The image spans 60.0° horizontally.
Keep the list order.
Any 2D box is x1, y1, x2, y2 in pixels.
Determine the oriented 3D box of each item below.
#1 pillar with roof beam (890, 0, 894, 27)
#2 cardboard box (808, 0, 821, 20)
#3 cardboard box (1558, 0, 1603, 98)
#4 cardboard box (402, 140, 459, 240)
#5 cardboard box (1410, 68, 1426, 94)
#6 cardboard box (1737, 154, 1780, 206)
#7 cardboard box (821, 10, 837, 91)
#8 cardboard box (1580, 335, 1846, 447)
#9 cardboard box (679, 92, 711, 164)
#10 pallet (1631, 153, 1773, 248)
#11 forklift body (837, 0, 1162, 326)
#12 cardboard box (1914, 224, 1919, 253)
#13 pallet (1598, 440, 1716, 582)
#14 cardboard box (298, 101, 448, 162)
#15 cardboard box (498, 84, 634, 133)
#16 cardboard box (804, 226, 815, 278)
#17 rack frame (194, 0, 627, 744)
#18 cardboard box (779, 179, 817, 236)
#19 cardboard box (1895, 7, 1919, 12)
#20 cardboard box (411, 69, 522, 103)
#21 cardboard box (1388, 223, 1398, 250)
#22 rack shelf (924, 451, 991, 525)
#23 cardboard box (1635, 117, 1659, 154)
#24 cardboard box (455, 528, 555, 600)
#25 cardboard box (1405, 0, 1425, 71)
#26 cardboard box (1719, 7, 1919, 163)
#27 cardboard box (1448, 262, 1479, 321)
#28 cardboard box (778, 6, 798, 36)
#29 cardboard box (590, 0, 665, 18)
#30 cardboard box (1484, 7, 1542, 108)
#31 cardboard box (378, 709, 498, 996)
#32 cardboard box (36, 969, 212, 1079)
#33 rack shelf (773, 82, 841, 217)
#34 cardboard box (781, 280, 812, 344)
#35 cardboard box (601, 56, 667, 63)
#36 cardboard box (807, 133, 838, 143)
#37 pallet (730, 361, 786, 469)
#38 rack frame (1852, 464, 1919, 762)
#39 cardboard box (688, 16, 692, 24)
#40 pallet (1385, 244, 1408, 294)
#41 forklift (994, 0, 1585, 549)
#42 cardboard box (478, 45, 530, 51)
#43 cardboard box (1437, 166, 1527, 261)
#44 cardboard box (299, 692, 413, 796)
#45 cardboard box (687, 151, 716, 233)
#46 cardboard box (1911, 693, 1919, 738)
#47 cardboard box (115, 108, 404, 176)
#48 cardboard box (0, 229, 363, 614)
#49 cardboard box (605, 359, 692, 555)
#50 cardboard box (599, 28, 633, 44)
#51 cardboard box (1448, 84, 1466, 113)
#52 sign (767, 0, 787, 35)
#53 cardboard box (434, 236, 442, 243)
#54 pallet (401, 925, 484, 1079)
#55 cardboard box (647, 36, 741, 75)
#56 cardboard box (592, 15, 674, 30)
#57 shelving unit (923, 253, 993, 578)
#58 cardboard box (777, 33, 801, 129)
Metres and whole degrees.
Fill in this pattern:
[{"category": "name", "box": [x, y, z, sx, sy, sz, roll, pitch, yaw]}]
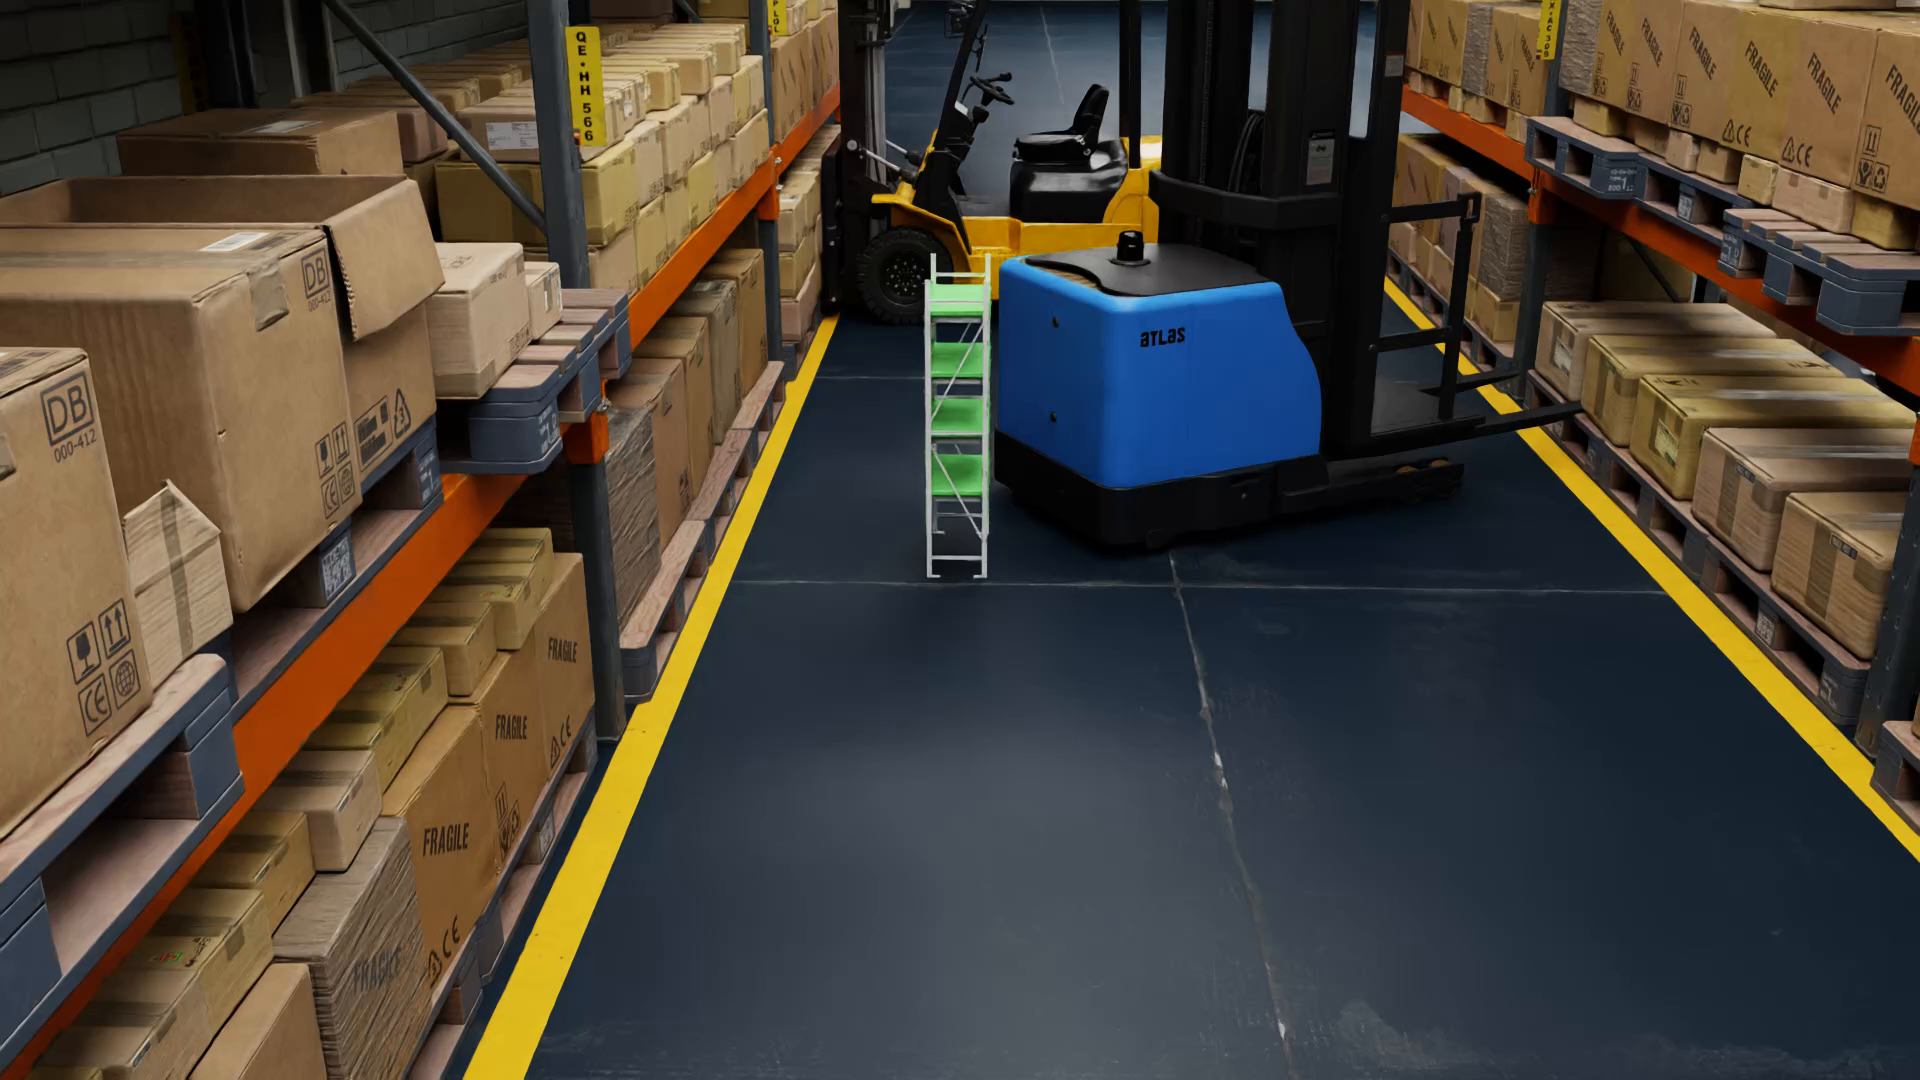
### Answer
[{"category": "pillar with roof beam", "box": [2.760, -14.849, 32.857, 9.100, 9.000, 0.400, 1, 21, 2]}, {"category": "cardboard box", "box": [-1.096, -3.420, 10.661, 0.380, 0.149, 0.250, 1, 21, 2]}, {"category": "cardboard box", "box": [3.188, -2.379, 7.882, 0.500, 0.500, 0.500, 1, 21, 3]}, {"category": "cardboard box", "box": [-1.858, -1.099, 5.232, 0.500, 0.250, 0.500, 1, 21, 3]}, {"category": "cardboard box", "box": [3.257, -3.095, 11.205, 0.380, 0.149, 0.250, 1, 21, 2]}, {"category": "cardboard box", "box": [3.051, -1.297, 5.992, 0.380, 0.149, 0.250, 1, 21, 3]}, {"category": "cardboard box", "box": [-1.128, -3.342, 11.356, 0.500, 0.500, 0.500, 1, 21, 3]}, {"category": "cardboard box", "box": [3.457, -0.685, 7.699, 0.950, 0.372, 0.625, 2, 21, 5]}, {"category": "cardboard box", "box": [-1.296, -1.647, 6.643, 0.500, 0.250, 0.500, 1, 21, 2]}, {"category": "pallet", "box": [3.387, -1.344, 6.612, 1.003, 0.211, 1.213, 1, 21, 2]}, {"category": "forklift body", "box": [0.415, -2.562, 10.658, 2.313, 2.155, 1.214, 1, 21, 2]}, {"category": "cardboard box", "box": [3.142, -0.917, 5.013, 0.380, 0.149, 0.250, 1, 21, 4]}, {"category": "pallet", "box": [3.433, -0.140, 7.098, 1.003, 0.211, 1.213, 1, 21, 2]}, {"category": "cardboard box", "box": [-1.786, -1.240, 5.042, 0.380, 0.149, 0.250, 1, 21, 3]}, {"category": "cardboard box", "box": [-1.301, -1.422, 5.511, 0.380, 0.149, 0.250, 1, 21, 3]}, {"category": "cardboard box", "box": [-1.136, -1.718, 9.839, 0.500, 0.250, 0.500, 1, 21, 1]}, {"category": "rack frame", "box": [-1.594, -0.771, 4.869, 1.000, 3.000, 0.127, 1, 21, 2]}, {"category": "cardboard box", "box": [-1.118, -1.953, 9.755, 0.500, 0.250, 0.500, 1, 21, 2]}, {"category": "cardboard box", "box": [3.631, -1.639, 5.977, 0.500, 0.500, 0.500, 1, 21, 3]}, {"category": "cardboard box", "box": [-1.798, -1.612, 6.001, 0.380, 0.149, 0.250, 1, 21, 1]}, {"category": "cardboard box", "box": [3.310, -2.235, 11.864, 0.500, 0.250, 0.500, 0, 21, 1]}, {"category": "rack shelf", "box": [-0.005, -0.216, 6.768, 0.258, 0.148, 0.480, 1, 21, 2]}, {"category": "cardboard box", "box": [3.158, -1.760, 7.185, 0.380, 0.149, 0.250, 1, 21, 2]}, {"category": "cardboard box", "box": [-1.356, 0.078, 4.660, 0.380, 0.149, 0.250, 0, 21, -1]}, {"category": "cardboard box", "box": [3.307, -3.440, 11.198, 0.500, 0.500, 0.500, 1, 21, 3]}, {"category": "cardboard box", "box": [3.122, -1.636, 5.968, 0.500, 0.500, 0.500, -1, 21, -2]}, {"category": "cardboard box", "box": [3.245, -1.487, 9.935, 0.500, 0.250, 0.500, 0, 21, 0]}, {"category": "cardboard box", "box": [-1.132, -2.955, 9.463, 0.380, 0.149, 0.250, 1, 21, 3]}, {"category": "cardboard box", "box": [-1.765, -2.824, 8.713, 0.380, 0.149, 0.250, 1, 21, 2]}, {"category": "cardboard box", "box": [3.263, -2.699, 9.288, 0.500, 0.500, 0.500, 1, 21, 3]}, {"category": "cardboard box", "box": [-1.431, 0.724, 3.891, 0.500, 0.500, 0.500, 2, 21, 4]}, {"category": "cardboard box", "box": [-1.472, 0.833, 2.714, 0.380, 0.149, 0.250, 1, 21, 1]}, {"category": "rack shelf", "box": [-1.411, -2.605, 10.590, 1.077, 0.370, 4.000, 1, 21, 2]}, {"category": "cardboard box", "box": [-1.127, -1.302, 9.459, 0.500, 0.250, 0.500, 1, 21, 2]}, {"category": "cardboard box", "box": [-1.350, -1.794, 6.470, 0.380, 0.149, 0.250, 1, 21, 2]}, {"category": "cardboard box", "box": [-1.063, -2.689, 11.650, 0.500, 0.250, 0.500, 1, 21, 3]}, {"category": "pallet", "box": [-1.456, -0.650, 8.413, 1.003, 0.211, 1.213, 1, 21, 2]}, {"category": "rack frame", "box": [3.368, -0.718, 4.731, 1.000, 3.000, 0.127, 1, 21, 2]}, {"category": "cardboard box", "box": [-1.660, -3.055, 9.720, 0.380, 0.149, 0.250, 1, 21, 3]}, {"category": "pallet", "box": [3.548, -1.989, 11.864, 1.003, 0.211, 1.213, 1, 21, 2]}, {"category": "forklift", "box": [1.704, -1.687, 7.324, 3.031, 2.935, 1.130, -11, 24, -25]}, {"category": "cardboard box", "box": [-1.789, -1.981, 6.953, 0.380, 0.149, 0.250, 0, 21, 1]}, {"category": "cardboard box", "box": [3.267, -2.013, 10.253, 0.500, 0.500, 0.500, 2, 21, 4]}, {"category": "cardboard box", "box": [-1.446, 0.457, 3.684, 0.380, 0.149, 0.250, 0, 21, 1]}, {"category": "cardboard box", "box": [-1.290, -1.414, 6.734, 0.500, 0.250, 0.500, 1, 21, 3]}, {"category": "cardboard box", "box": [3.263, 0.326, 4.399, 0.875, 0.875, 0.875, 0, 21, 1]}, {"category": "cardboard box", "box": [-1.766, -0.829, 4.300, 0.500, 0.500, 0.500, 2, 21, 4]}, {"category": "cardboard box", "box": [-1.438, -0.210, 2.706, 0.700, 0.500, 0.500, 1, 21, 1]}, {"category": "cardboard box", "box": [-1.549, -0.321, 6.412, 0.875, 0.625, 0.625, 1, 21, 3]}, {"category": "cardboard box", "box": [-1.758, -2.345, 7.891, 0.380, 0.149, 0.250, 0, 21, 0]}, {"category": "cardboard box", "box": [3.231, -2.719, 10.238, 0.380, 0.149, 0.250, 1, 21, 2]}, {"category": "sign", "box": [-0.930, -2.717, 8.395, 0.100, 0.325, 0.005, 1, 21, 2]}, {"category": "cardboard box", "box": [-1.836, -0.866, 5.322, 0.500, 0.250, 0.500, 0, 21, 0]}, {"category": "pallet", "box": [-1.694, 1.239, 3.545, 1.003, 0.211, 1.213, 1, 21, 2]}, {"category": "cardboard box", "box": [-1.186, -2.162, 7.420, 0.380, 0.149, 0.250, 0, 21, 0]}, {"category": "cardboard box", "box": [-1.719, -2.685, 8.768, 0.380, 0.149, 0.250, 1, 21, 1]}, {"category": "shelving unit", "box": [-0.005, -0.500, 6.658, 0.258, 1.200, 0.503, 1, 21, 2]}, {"category": "cardboard box", "box": [-1.199, -2.610, 9.470, 0.500, 0.500, 0.500, 1, 21, 3]}]
